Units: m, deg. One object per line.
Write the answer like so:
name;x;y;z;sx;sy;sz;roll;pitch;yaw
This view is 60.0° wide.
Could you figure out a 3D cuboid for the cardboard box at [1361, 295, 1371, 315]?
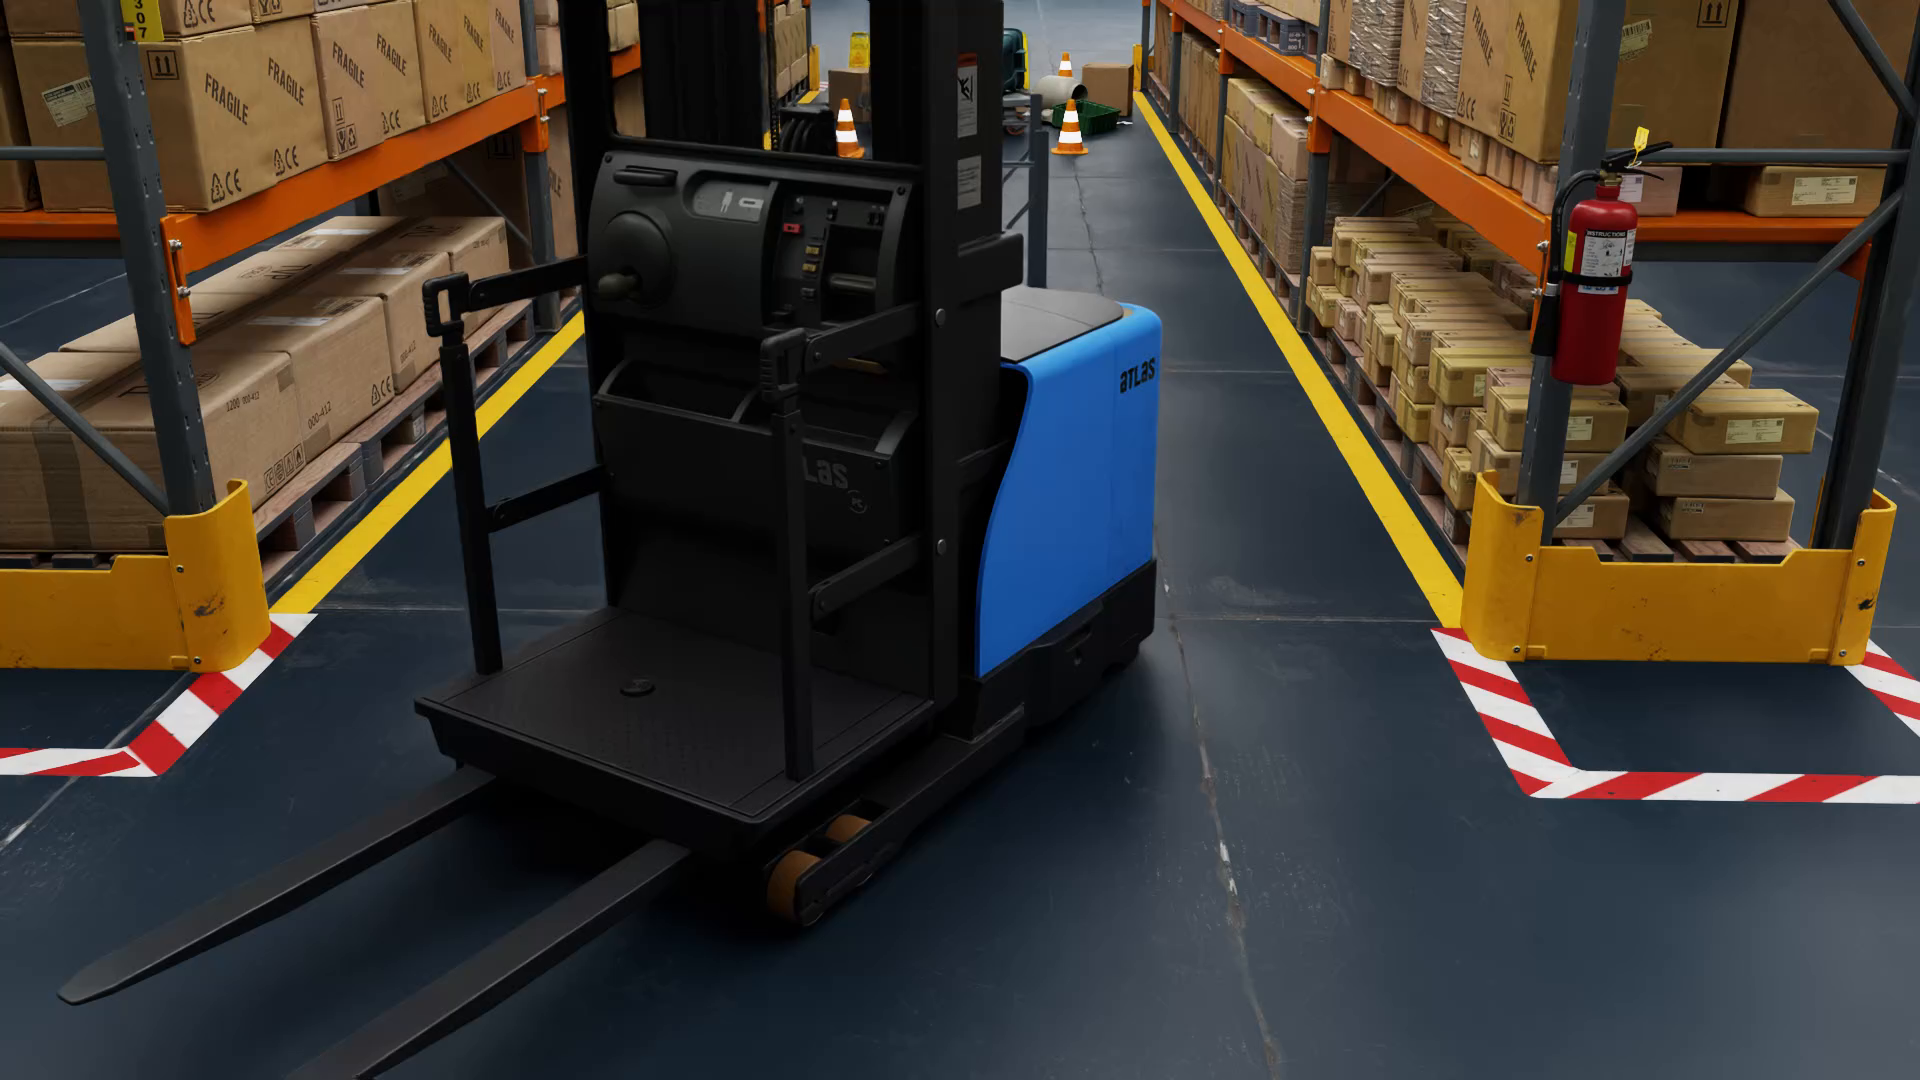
cardboard box;2.074;-1.103;7.673;0.380;0.149;0.250;0;21;-1

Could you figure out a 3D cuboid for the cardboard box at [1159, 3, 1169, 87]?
cardboard box;2.691;-5.483;18.371;0.875;0.875;0.875;0;21;1

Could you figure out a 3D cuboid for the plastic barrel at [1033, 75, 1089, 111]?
plastic barrel;1.050;-4.622;17.355;0.512;0.421;0.421;18;27;38

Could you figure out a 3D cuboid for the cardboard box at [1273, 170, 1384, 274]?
cardboard box;2.076;-1.804;9.407;0.500;0.500;0.500;0;21;1

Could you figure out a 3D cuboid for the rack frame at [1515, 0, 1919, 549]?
rack frame;2.184;-1.057;4.606;1.000;3.000;0.127;1;21;2

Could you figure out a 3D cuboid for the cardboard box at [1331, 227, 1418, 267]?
cardboard box;2.020;-1.426;8.096;0.380;0.149;0.250;2;21;4

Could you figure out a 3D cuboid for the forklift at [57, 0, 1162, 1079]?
forklift;-0.626;-0.685;3.743;1.130;2.935;3.031;13;25;30

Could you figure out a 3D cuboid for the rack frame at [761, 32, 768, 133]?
rack frame;-2.402;-5.414;15.835;1.000;3.000;0.127;1;21;2

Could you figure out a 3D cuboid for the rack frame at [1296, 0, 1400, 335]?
rack frame;2.305;-2.503;8.334;1.000;3.000;0.127;1;21;2

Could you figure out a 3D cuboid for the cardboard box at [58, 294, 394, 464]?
cardboard box;-2.828;-0.647;6.511;0.875;0.438;0.875;1;21;3

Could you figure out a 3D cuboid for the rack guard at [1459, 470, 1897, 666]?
rack guard;2.186;0.081;5.129;1.175;0.500;0.348;1;21;2

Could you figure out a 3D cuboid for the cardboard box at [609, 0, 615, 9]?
cardboard box;-2.321;-3.211;9.675;0.500;0.250;0.500;1;21;2

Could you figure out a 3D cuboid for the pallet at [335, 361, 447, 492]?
pallet;-2.781;-0.505;7.038;1.003;0.211;1.213;1;21;2

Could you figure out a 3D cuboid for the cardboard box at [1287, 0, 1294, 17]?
cardboard box;2.156;-3.199;9.893;0.380;0.149;0.250;2;21;4

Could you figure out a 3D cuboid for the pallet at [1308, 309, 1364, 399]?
pallet;2.320;-0.960;8.211;1.003;0.211;1.213;1;21;2

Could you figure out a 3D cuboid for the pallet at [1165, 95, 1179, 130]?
pallet;2.650;-4.370;16.999;1.003;0.211;1.213;1;21;2

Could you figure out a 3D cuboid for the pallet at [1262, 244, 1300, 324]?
pallet;2.328;-1.485;9.564;1.003;0.211;1.213;1;21;2

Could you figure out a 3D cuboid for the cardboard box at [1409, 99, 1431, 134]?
cardboard box;2.016;-1.713;6.645;0.380;0.149;0.250;1;21;4

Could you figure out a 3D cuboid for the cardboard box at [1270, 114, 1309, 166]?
cardboard box;2.104;-2.341;9.754;0.500;0.250;0.500;2;21;4

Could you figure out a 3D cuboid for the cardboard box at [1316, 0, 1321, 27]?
cardboard box;2.127;-2.822;8.921;0.380;0.149;0.250;1;21;2

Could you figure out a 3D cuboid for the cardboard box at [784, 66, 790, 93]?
cardboard box;-2.096;-4.923;17.791;0.500;0.250;0.500;0;21;1

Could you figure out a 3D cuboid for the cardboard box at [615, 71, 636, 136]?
cardboard box;-2.659;-2.601;10.943;0.875;0.875;0.875;1;21;2

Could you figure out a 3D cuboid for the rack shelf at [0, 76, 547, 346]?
rack shelf;-2.706;-1.463;6.646;1.077;0.370;4.000;1;21;2

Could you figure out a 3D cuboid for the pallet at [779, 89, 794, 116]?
pallet;-2.383;-4.799;18.106;1.003;0.211;1.213;1;21;2

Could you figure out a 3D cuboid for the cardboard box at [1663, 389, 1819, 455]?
cardboard box;2.539;-0.387;5.417;0.380;0.149;0.250;0;21;-1

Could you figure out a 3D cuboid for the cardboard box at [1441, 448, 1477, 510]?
cardboard box;1.898;-0.210;5.785;0.380;0.149;0.250;1;21;3

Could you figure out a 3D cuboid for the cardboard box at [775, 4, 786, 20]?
cardboard box;-2.032;-5.518;17.390;0.380;0.149;0.250;2;21;5

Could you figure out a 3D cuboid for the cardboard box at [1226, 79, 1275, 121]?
cardboard box;2.164;-3.083;11.666;0.500;0.250;0.500;0;21;-1

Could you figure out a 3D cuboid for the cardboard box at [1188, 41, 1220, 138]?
cardboard box;2.587;-3.969;14.640;1.050;0.750;0.750;1;21;2

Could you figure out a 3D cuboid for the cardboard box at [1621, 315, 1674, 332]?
cardboard box;2.506;-0.768;6.400;0.380;0.149;0.250;1;21;4

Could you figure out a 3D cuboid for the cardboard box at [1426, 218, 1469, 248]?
cardboard box;2.555;-1.516;8.327;0.380;0.149;0.250;1;21;3

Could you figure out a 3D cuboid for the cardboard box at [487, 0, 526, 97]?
cardboard box;-2.404;-2.397;7.922;0.500;0.500;0.500;1;21;2

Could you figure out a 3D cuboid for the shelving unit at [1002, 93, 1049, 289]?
shelving unit;0.038;-0.756;5.904;0.538;1.500;1.048;0;21;1

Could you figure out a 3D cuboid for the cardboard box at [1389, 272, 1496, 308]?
cardboard box;2.061;-1.049;7.124;0.380;0.149;0.250;0;21;-1

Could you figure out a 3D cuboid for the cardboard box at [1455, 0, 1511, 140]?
cardboard box;1.961;-1.594;5.440;0.500;0.500;0.500;0;21;1

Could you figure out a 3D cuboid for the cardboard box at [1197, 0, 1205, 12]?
cardboard box;2.204;-4.523;13.401;0.500;0.500;0.500;0;21;1

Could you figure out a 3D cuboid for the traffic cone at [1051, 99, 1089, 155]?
traffic cone;0.999;-3.745;15.041;0.336;0.463;0.334;1;21;2

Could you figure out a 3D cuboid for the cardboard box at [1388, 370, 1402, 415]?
cardboard box;1.960;-0.586;6.753;0.380;0.149;0.250;1;21;3

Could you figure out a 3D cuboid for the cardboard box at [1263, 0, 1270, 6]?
cardboard box;2.189;-3.576;10.866;0.380;0.149;0.250;2;21;4

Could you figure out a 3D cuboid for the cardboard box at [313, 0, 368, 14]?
cardboard box;-2.451;-2.131;5.854;0.500;0.500;0.500;0;21;1

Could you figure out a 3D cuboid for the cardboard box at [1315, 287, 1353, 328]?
cardboard box;1.965;-1.146;8.195;0.380;0.149;0.250;1;21;3

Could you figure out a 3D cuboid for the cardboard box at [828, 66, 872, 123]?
cardboard box;-1.010;-4.622;17.246;0.500;0.500;0.500;18;27;38

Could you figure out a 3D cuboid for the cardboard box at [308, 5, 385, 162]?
cardboard box;-2.445;-1.659;6.019;0.500;0.500;0.500;1;21;1

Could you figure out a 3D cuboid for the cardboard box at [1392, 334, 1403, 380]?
cardboard box;1.958;-0.724;6.698;0.380;0.149;0.250;2;21;4

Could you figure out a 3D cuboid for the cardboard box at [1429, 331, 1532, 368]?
cardboard box;1.964;-0.673;6.156;0.380;0.149;0.250;0;21;-1

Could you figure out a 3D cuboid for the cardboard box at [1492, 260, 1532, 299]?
cardboard box;2.584;-1.141;7.361;0.380;0.149;0.250;0;21;-1

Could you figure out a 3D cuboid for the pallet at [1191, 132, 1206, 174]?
pallet;2.566;-3.374;14.432;1.003;0.211;1.213;1;21;2

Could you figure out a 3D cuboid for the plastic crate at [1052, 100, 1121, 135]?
plastic crate;1.244;-4.189;16.486;0.450;0.188;0.662;23;29;25

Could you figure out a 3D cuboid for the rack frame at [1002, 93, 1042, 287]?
rack frame;0.050;-0.940;6.377;0.500;1.500;0.032;0;21;1

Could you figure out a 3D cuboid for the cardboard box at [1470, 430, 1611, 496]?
cardboard box;1.914;-0.256;5.492;0.380;0.149;0.250;0;21;0

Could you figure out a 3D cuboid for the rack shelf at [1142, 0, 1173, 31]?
rack shelf;2.609;-5.784;17.782;1.077;0.370;4.000;1;21;2

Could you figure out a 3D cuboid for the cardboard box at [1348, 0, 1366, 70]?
cardboard box;2.030;-2.333;7.346;0.500;0.500;0.500;1;21;2

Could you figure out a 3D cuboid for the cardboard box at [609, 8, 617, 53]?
cardboard box;-2.323;-2.980;9.769;0.500;0.250;0.500;0;21;1

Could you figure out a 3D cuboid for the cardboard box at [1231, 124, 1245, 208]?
cardboard box;2.139;-2.545;11.317;0.500;0.500;0.500;1;21;2

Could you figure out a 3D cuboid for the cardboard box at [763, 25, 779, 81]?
cardboard box;-2.114;-4.888;16.663;0.500;0.500;0.500;2;21;4

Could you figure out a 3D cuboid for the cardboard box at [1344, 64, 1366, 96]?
cardboard box;2.036;-2.193;7.882;0.380;0.149;0.250;1;21;3

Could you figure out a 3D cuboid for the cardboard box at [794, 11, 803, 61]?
cardboard box;-2.057;-5.642;18.608;0.500;0.500;0.500;1;21;4

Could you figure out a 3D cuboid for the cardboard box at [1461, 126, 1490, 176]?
cardboard box;1.933;-1.334;5.667;0.380;0.149;0.250;1;21;3
